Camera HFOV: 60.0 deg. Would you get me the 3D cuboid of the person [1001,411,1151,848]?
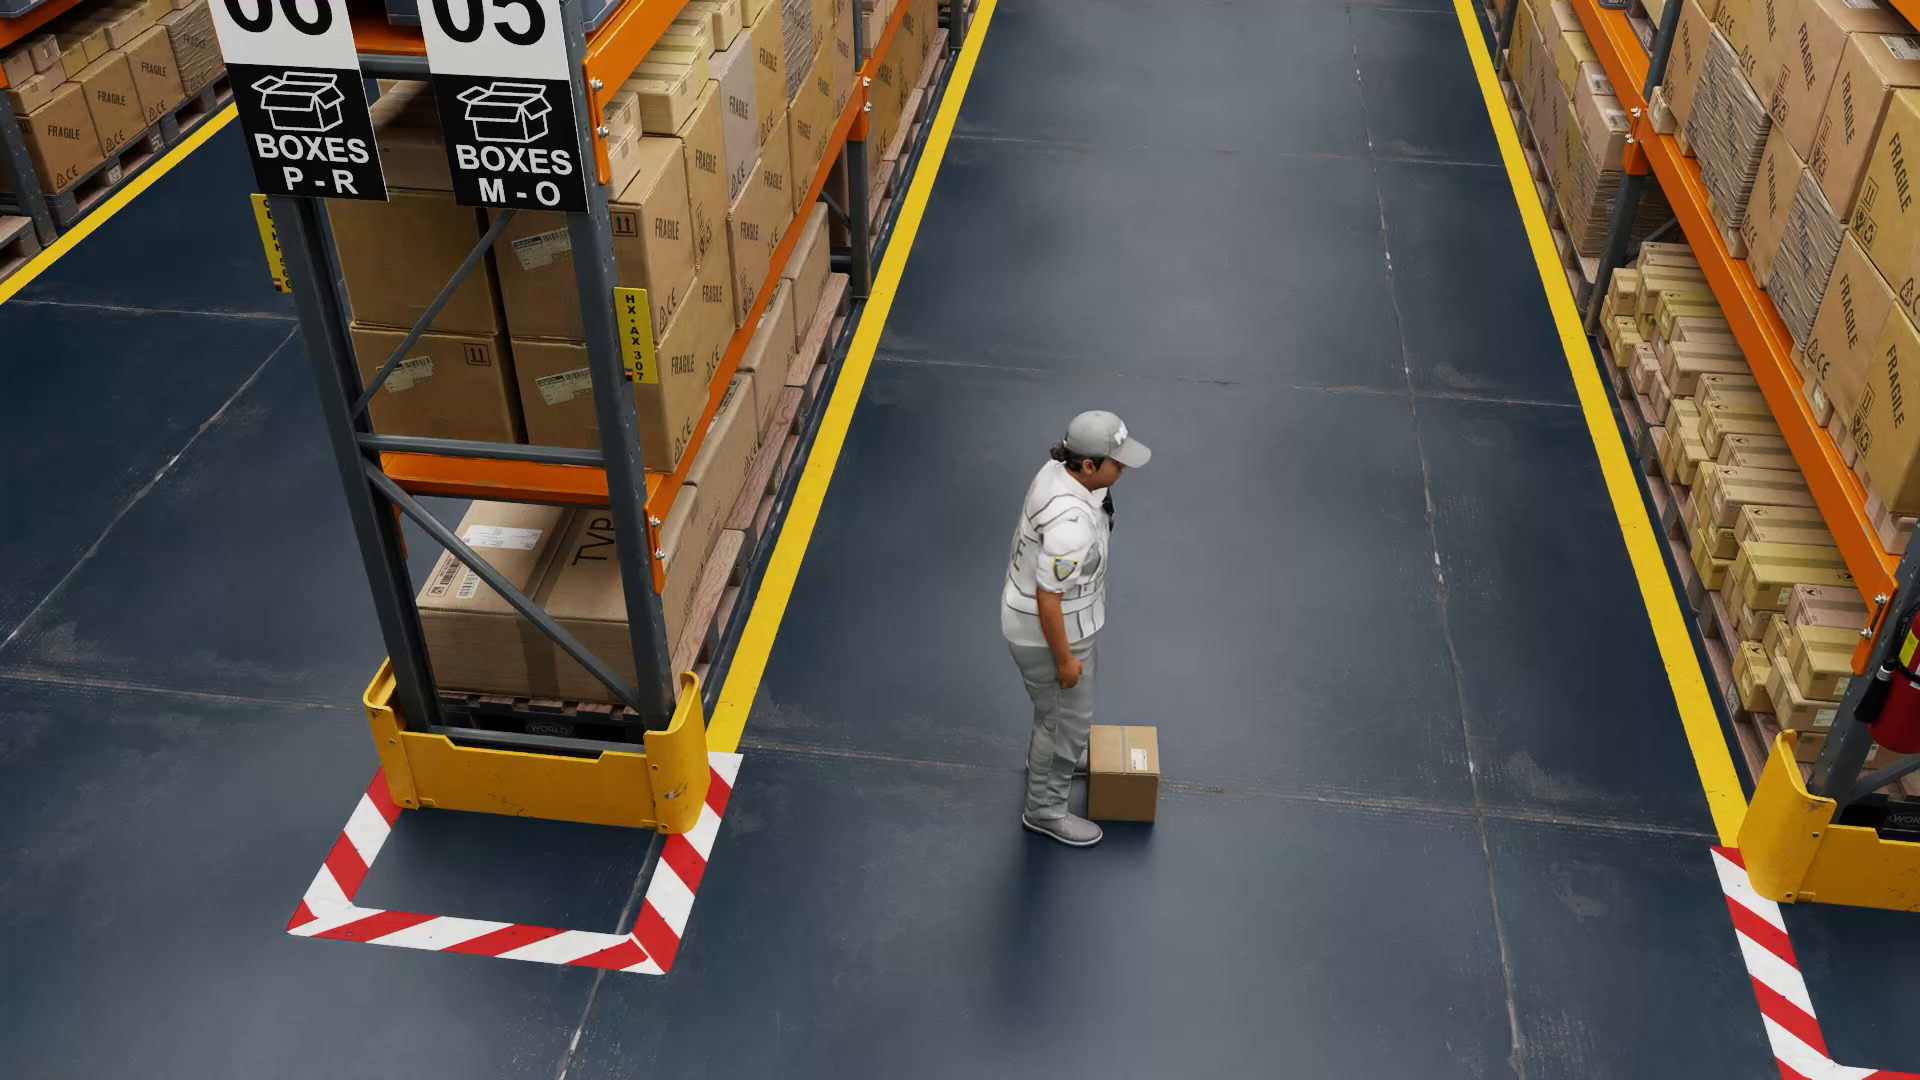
[{"bbox_3d":[0.378,0.283,5.758,0.468,1.666,0.537,5,37,6],"label":"person"}]
